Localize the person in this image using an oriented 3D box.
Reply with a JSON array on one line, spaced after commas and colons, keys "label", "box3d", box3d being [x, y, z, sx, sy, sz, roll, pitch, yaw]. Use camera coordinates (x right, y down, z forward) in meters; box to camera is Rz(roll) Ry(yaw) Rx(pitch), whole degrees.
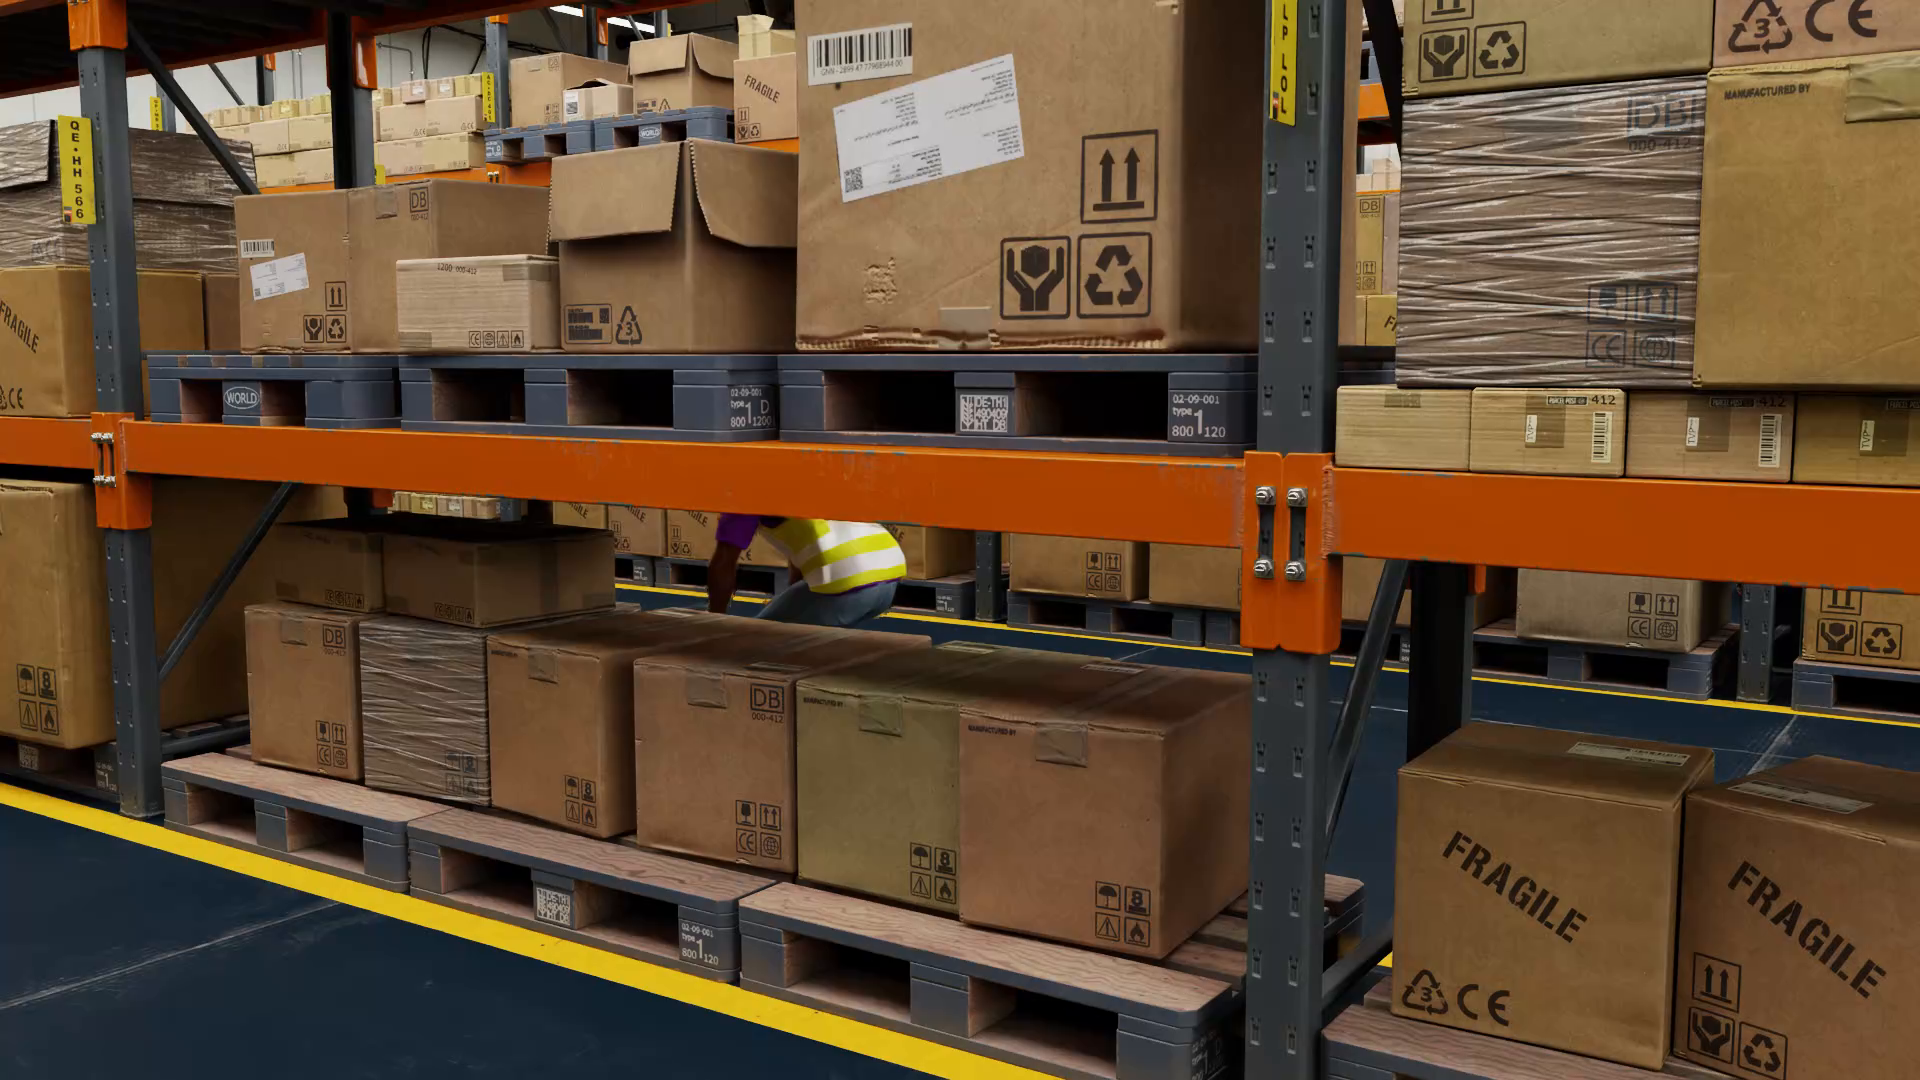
[{"label": "person", "box3d": [-0.618, 0.171, 6.181, 0.802, 1.317, 0.630, 4, 7, 31]}]
